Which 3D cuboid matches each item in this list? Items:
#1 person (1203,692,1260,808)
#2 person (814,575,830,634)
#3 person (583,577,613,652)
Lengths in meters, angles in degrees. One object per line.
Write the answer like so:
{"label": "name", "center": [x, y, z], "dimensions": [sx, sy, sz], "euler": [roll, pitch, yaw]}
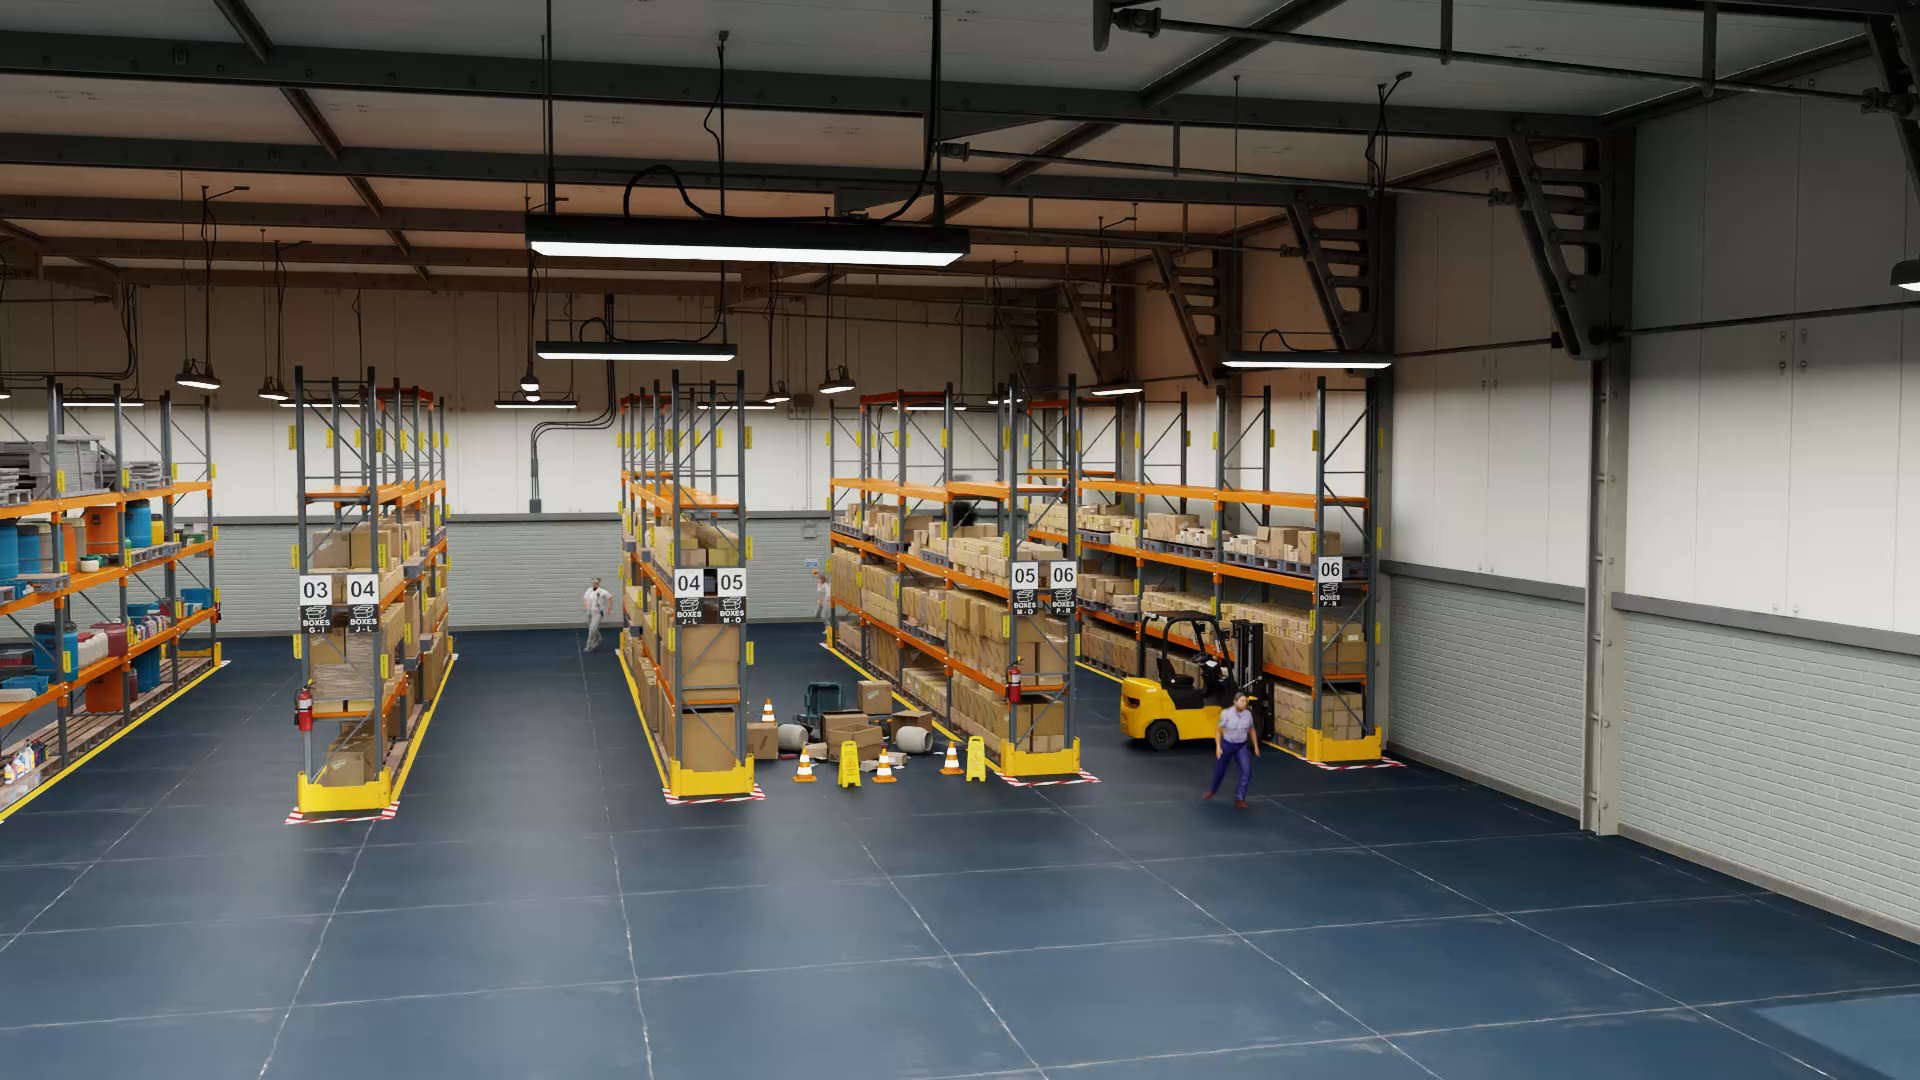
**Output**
{"label": "person", "center": [3.744, 2.851, 22.942], "dimensions": [0.656, 1.575, 0.802], "euler": [-1, 4, -19]}
{"label": "person", "center": [-3.569, 1.662, 43.028], "dimensions": [0.573, 1.547, 0.532], "euler": [-3, 5, -43]}
{"label": "person", "center": [-8.659, 1.747, 39.574], "dimensions": [0.699, 1.747, 0.954], "euler": [2, 4, 25]}
